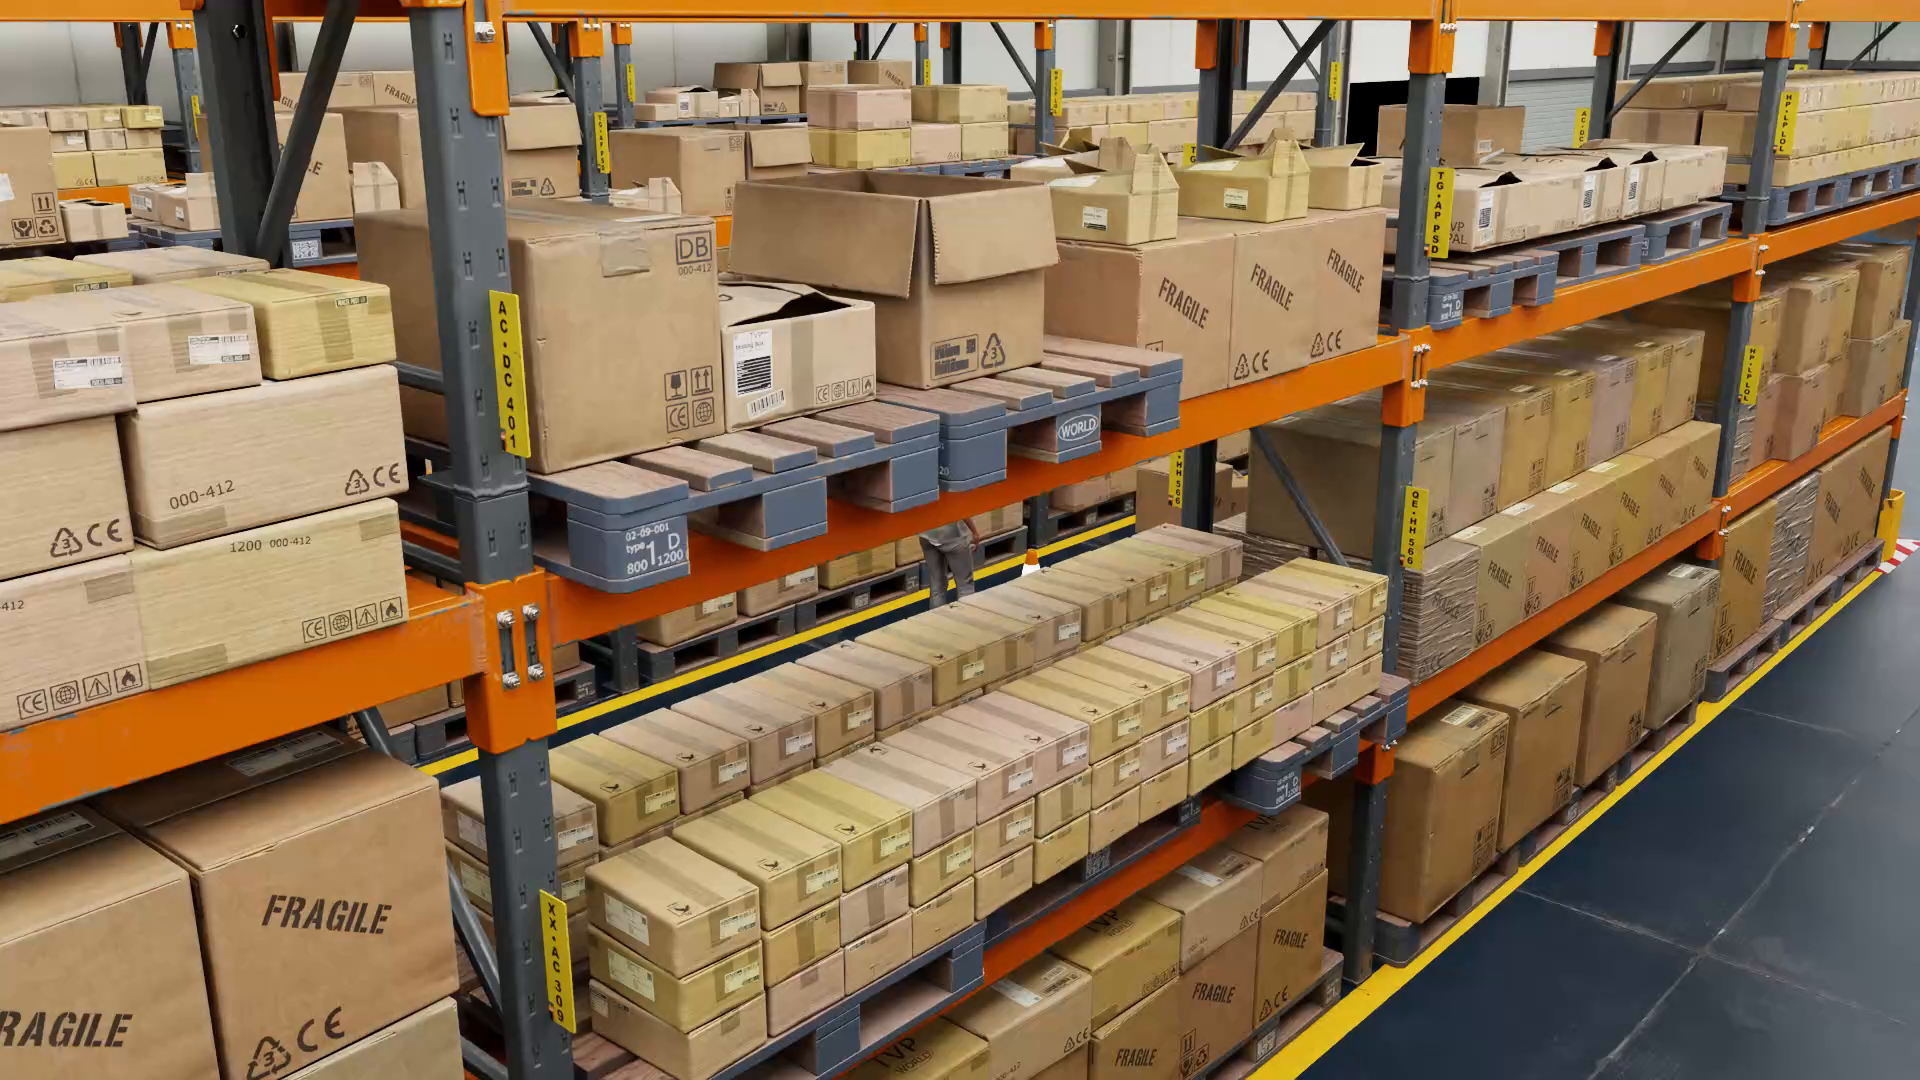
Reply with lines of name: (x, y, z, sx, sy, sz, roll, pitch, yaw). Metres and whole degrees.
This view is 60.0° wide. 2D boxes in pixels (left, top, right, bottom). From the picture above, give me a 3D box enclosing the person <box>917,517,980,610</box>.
person: (-0.047, -0.045, 10.674, 0.520, 1.600, 0.472, 15, 23, 39)
